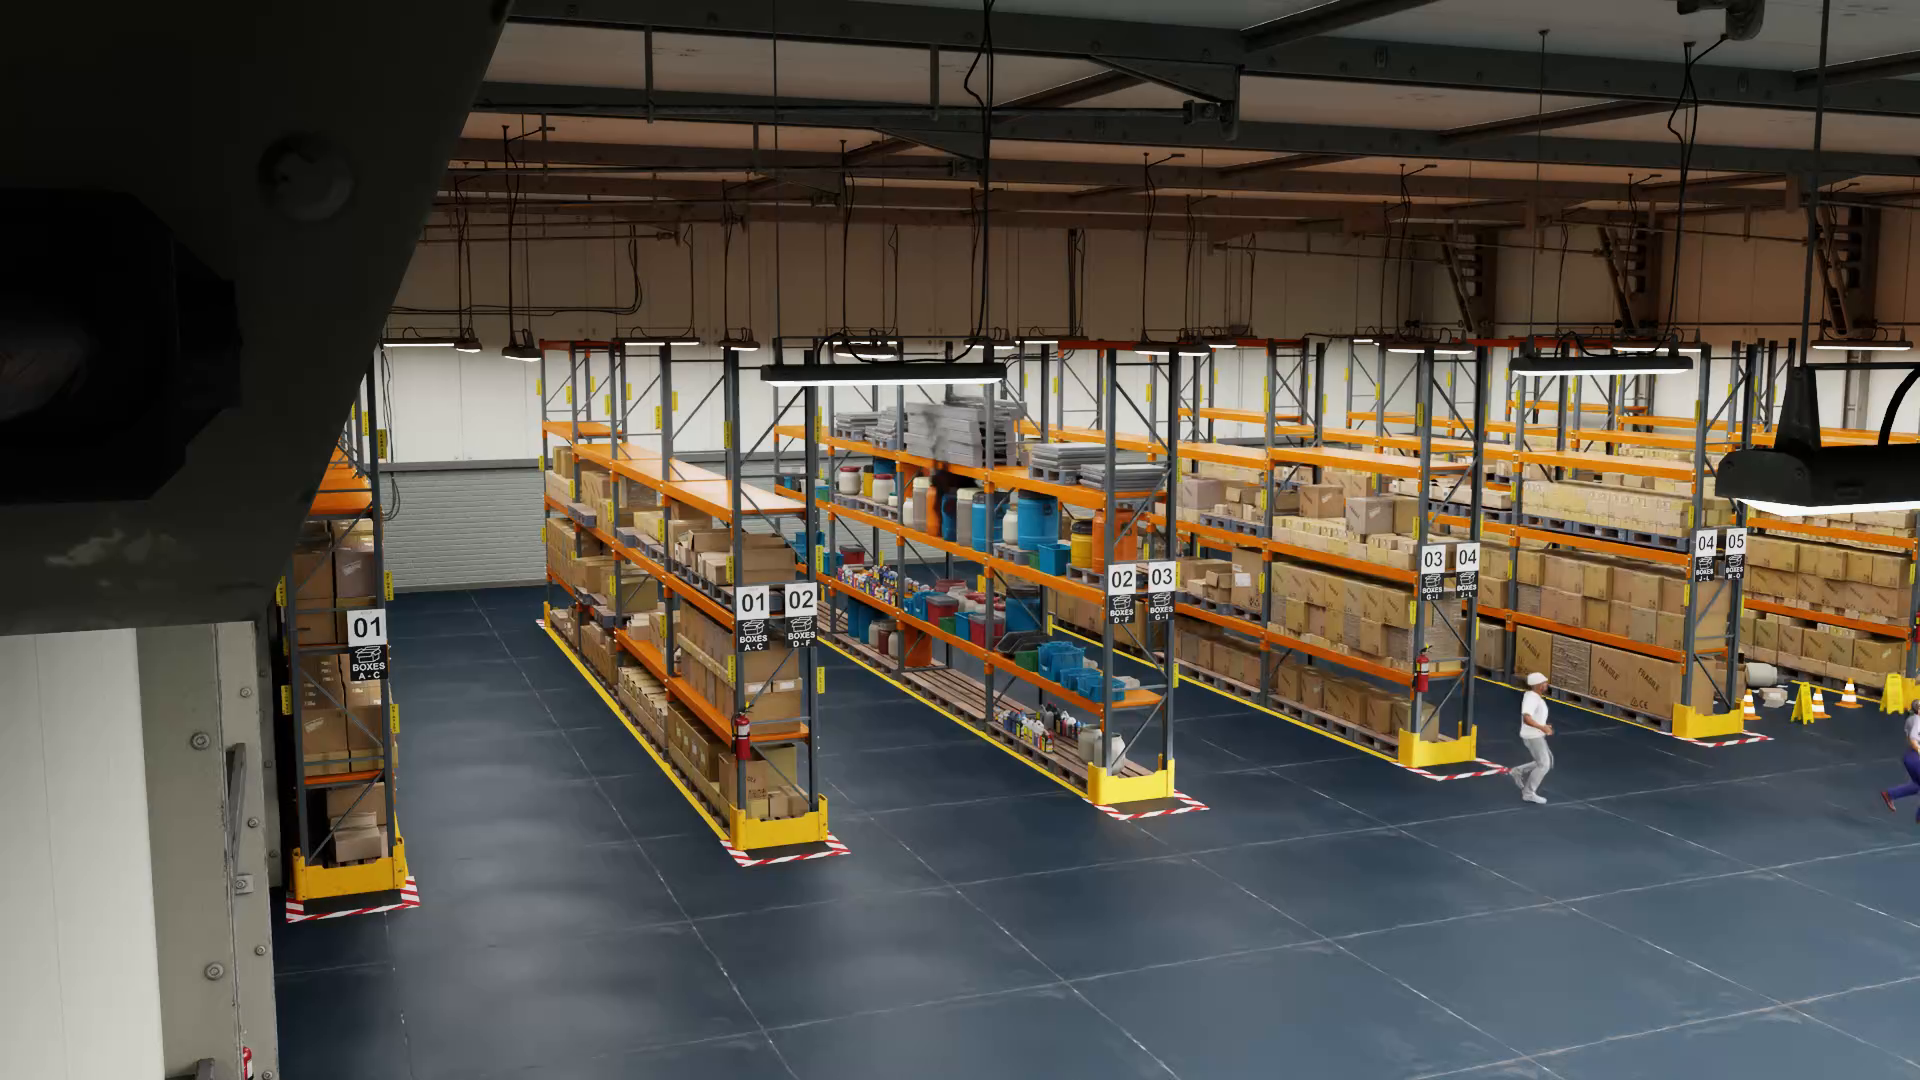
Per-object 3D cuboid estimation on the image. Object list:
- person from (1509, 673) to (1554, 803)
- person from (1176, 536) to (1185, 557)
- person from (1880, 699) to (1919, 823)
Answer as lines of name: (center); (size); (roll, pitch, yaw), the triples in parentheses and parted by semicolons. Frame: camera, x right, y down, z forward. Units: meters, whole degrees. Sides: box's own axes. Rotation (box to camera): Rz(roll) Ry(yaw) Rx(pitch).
person: (7.675, 2.613, 22.279); (0.563, 1.685, 0.704); (3, 8, 23)
person: (4.789, 0.524, 37.859); (0.670, 1.790, 0.989); (-2, 8, -18)
person: (12.131, 2.803, 21.112); (0.687, 1.599, 0.613); (2, 8, 18)
